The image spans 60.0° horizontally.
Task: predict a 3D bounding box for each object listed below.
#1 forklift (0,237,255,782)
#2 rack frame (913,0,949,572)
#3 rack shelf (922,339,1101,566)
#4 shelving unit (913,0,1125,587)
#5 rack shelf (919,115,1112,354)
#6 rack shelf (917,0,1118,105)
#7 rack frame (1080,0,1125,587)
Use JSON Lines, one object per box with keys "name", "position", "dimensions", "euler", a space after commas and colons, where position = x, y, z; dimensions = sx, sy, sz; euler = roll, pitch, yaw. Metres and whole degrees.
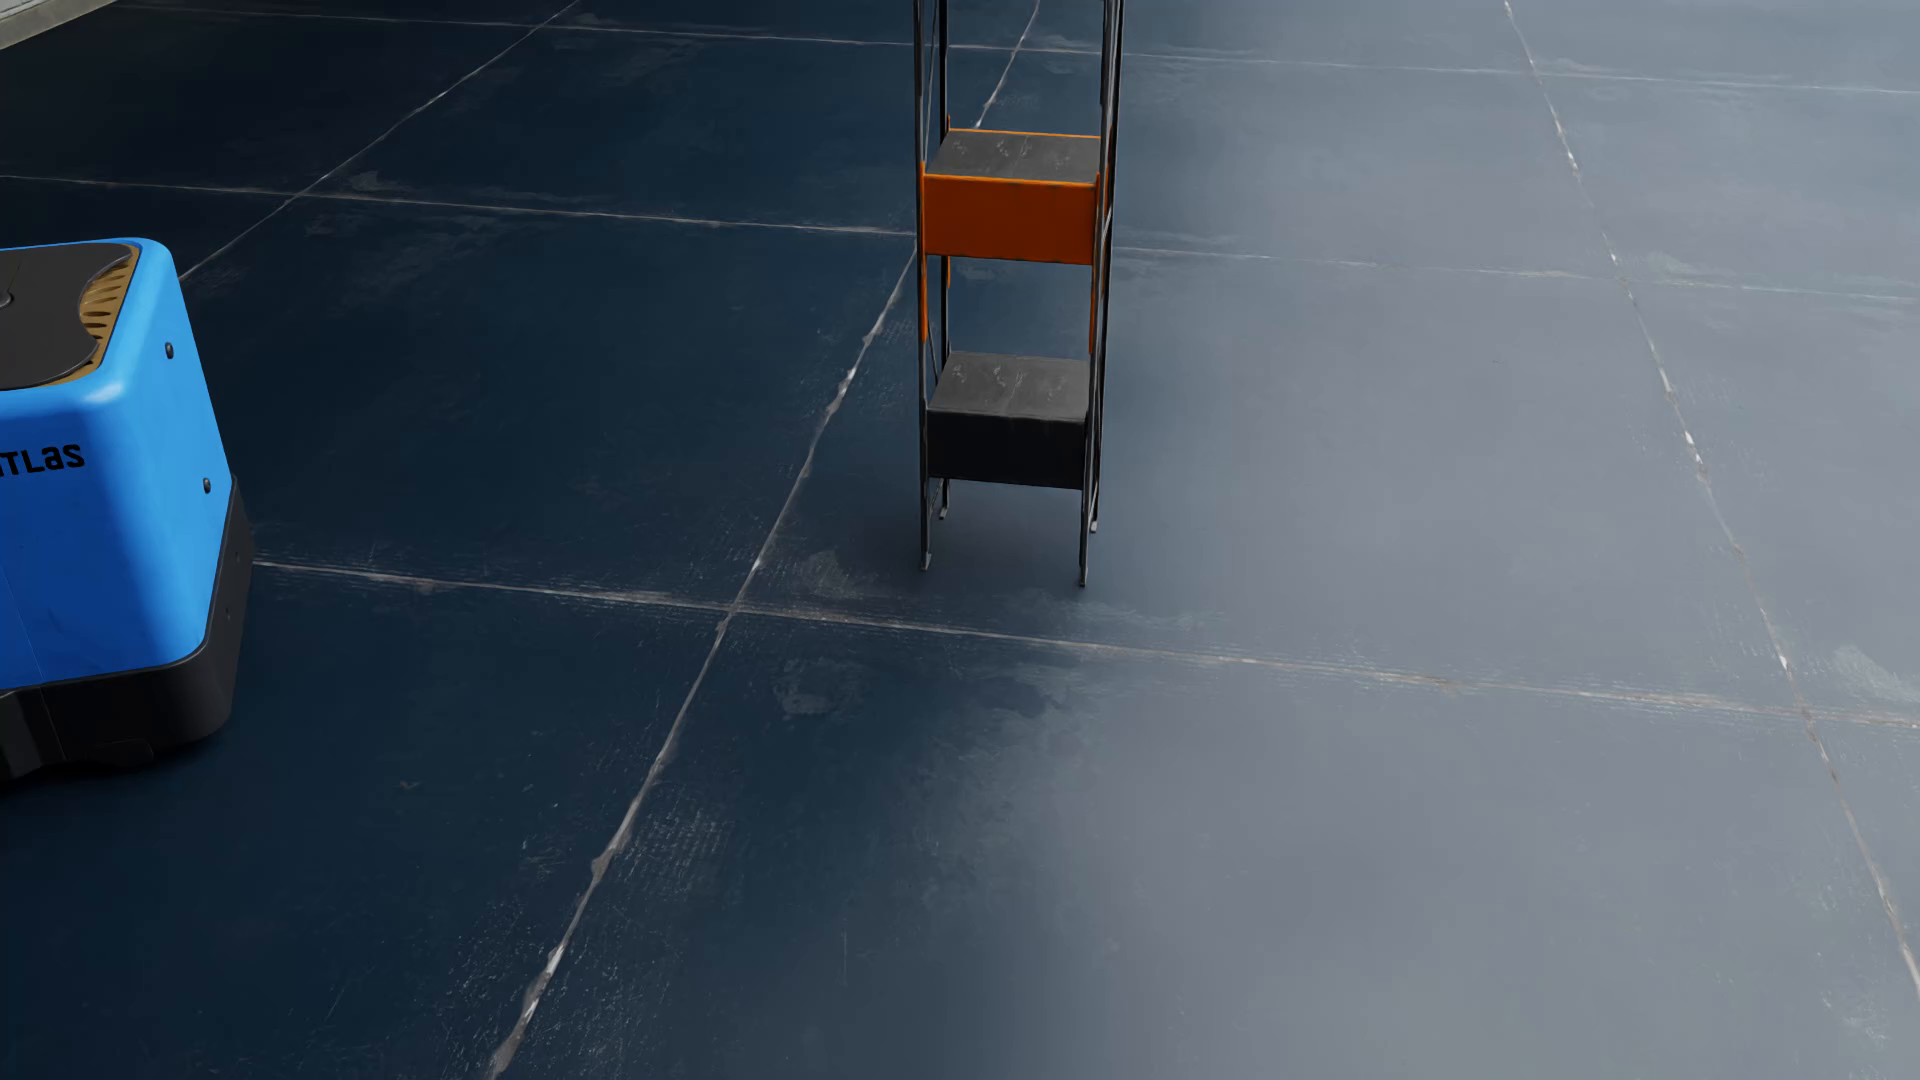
{"name": "forklift", "position": [-3.496, -0.722, 3.642], "dimensions": [3.031, 2.935, 1.130], "euler": [-8, 33, -13]}
{"name": "rack frame", "position": [-0.077, -0.897, 4.704], "dimensions": [0.015, 2.100, 0.400], "euler": [5, 32, 8]}
{"name": "rack shelf", "position": [0.163, -0.270, 5.048], "dimensions": [0.480, 0.518, 0.431], "euler": [5, 32, 8]}
{"name": "shelving unit", "position": [0.163, -0.875, 4.669], "dimensions": [0.503, 2.100, 0.431], "euler": [5, 32, 8]}
{"name": "rack shelf", "position": [0.163, -0.864, 4.677], "dimensions": [0.480, 0.518, 0.431], "euler": [5, 32, 8]}
{"name": "rack shelf", "position": [0.163, -1.457, 4.305], "dimensions": [0.480, 0.518, 0.431], "euler": [5, 32, 8]}
{"name": "rack frame", "position": [0.404, -0.853, 4.634], "dimensions": [0.015, 2.100, 0.400], "euler": [5, 32, 8]}
